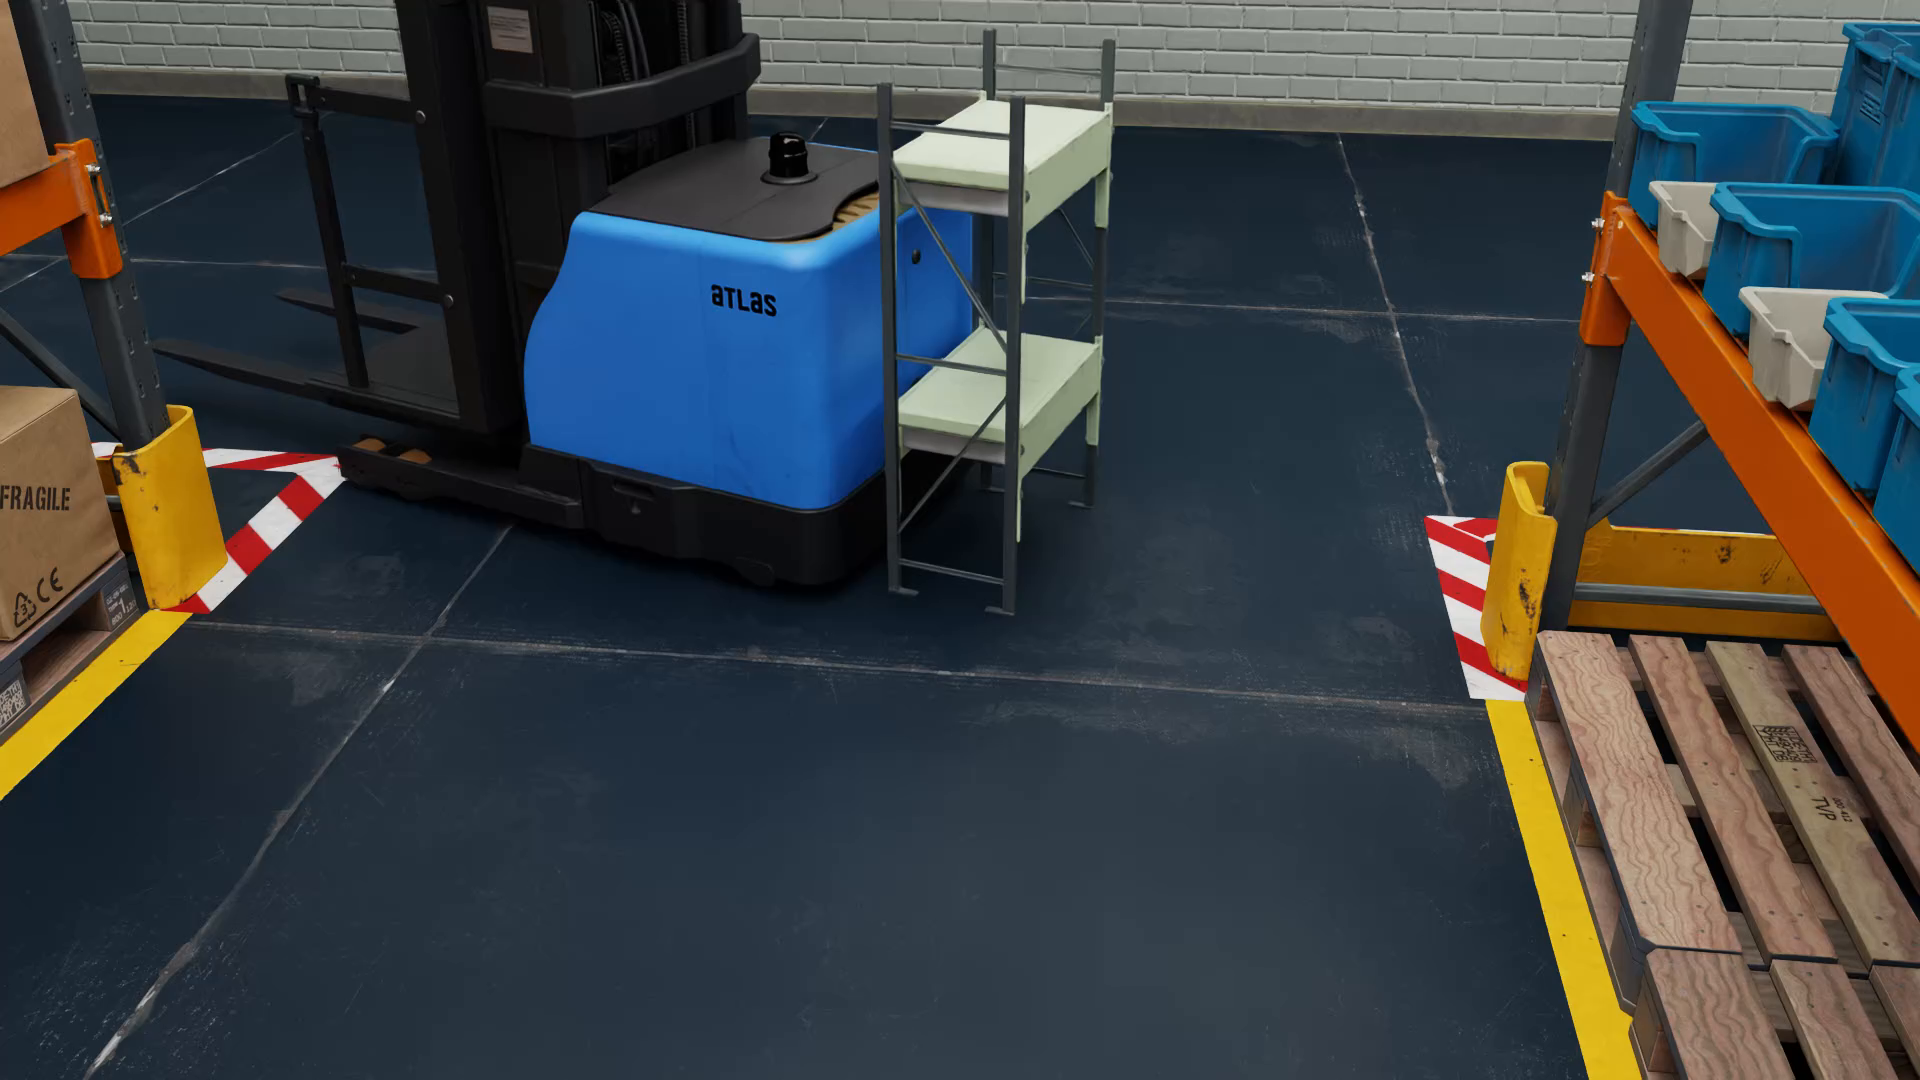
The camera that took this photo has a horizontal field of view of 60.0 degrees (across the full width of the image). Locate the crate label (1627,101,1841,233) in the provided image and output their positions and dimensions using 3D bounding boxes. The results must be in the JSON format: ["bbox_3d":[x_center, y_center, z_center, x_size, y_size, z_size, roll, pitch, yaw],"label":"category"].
[{"bbox_3d":[1.718,-0.830,3.742,0.416,0.233,0.303,3,28,6],"label":"crate label"}]

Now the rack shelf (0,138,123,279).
[{"bbox_3d":[-3.086,-0.006,2.858,1.077,0.370,4.000,3,28,6],"label":"rack shelf"}]

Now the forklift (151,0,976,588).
[{"bbox_3d":[-1.497,-1.626,5.178,3.031,2.935,1.130,14,31,24],"label":"forklift"}]

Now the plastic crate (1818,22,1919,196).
[{"bbox_3d":[2.219,-0.848,3.562,0.616,0.435,0.499,3,28,6],"label":"plastic crate"}]

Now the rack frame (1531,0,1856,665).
[{"bbox_3d":[2.075,-0.975,3.897,1.000,3.000,0.127,3,28,6],"label":"rack frame"}]

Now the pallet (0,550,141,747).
[{"bbox_3d":[-2.947,0.374,4.333,1.003,0.211,1.213,3,28,6],"label":"pallet"}]

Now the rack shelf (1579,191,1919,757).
[{"bbox_3d":[1.830,0.283,2.320,1.077,0.370,4.000,3,28,6],"label":"rack shelf"}]

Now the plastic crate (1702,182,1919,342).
[{"bbox_3d":[1.637,-0.521,3.167,0.416,0.233,0.300,3,28,6],"label":"plastic crate"}]

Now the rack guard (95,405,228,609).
[{"bbox_3d":[-2.850,-0.128,4.961,1.175,0.500,0.348,3,28,6],"label":"rack guard"}]

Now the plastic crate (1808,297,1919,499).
[{"bbox_3d":[1.557,-0.211,2.592,0.416,0.233,0.300,3,28,6],"label":"plastic crate"}]

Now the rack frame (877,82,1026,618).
[{"bbox_3d":[-0.025,-0.476,4.552,0.400,1.500,0.023,11,30,20],"label":"rack frame"}]

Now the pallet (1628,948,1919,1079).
[{"bbox_3d":[1.783,1.211,2.779,1.003,0.211,1.213,3,28,6],"label":"pallet"}]

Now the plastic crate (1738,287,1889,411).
[{"bbox_3d":[1.513,-0.323,2.901,0.250,0.136,0.298,3,28,6],"label":"plastic crate"}]

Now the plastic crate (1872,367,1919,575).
[{"bbox_3d":[1.520,-0.069,2.329,0.416,0.233,0.300,3,28,6],"label":"plastic crate"}]

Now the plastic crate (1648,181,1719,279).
[{"bbox_3d":[1.597,-0.642,3.494,0.250,0.136,0.298,3,28,6],"label":"plastic crate"}]

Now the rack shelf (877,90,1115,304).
[{"bbox_3d":[0.115,-0.980,4.665,0.431,0.370,0.720,11,30,20],"label":"rack shelf"}]

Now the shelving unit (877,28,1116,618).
[{"bbox_3d":[0.115,-0.636,4.850,0.431,1.500,0.755,11,30,20],"label":"shelving unit"}]

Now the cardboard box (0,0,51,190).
[{"bbox_3d":[-2.625,-1.082,3.990,0.500,0.500,0.500,4,29,8],"label":"cardboard box"}]

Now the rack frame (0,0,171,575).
[{"bbox_3d":[-2.841,-1.264,4.434,1.000,3.000,0.127,3,28,6],"label":"rack frame"}]

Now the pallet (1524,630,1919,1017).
[{"bbox_3d":[1.935,0.639,3.842,1.003,0.211,1.213,3,28,6],"label":"pallet"}]

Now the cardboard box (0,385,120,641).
[{"bbox_3d":[-2.663,-0.087,4.421,0.500,0.500,0.500,3,28,6],"label":"cardboard box"}]

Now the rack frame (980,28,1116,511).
[{"bbox_3d":[0.256,-0.797,5.148,0.400,1.500,0.023,11,30,20],"label":"rack frame"}]

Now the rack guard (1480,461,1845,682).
[{"bbox_3d":[2.065,0.114,4.512,1.175,0.500,0.348,3,28,6],"label":"rack guard"}]

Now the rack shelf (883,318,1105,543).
[{"bbox_3d":[0.115,-0.349,5.005,0.431,0.370,0.720,11,30,20],"label":"rack shelf"}]
